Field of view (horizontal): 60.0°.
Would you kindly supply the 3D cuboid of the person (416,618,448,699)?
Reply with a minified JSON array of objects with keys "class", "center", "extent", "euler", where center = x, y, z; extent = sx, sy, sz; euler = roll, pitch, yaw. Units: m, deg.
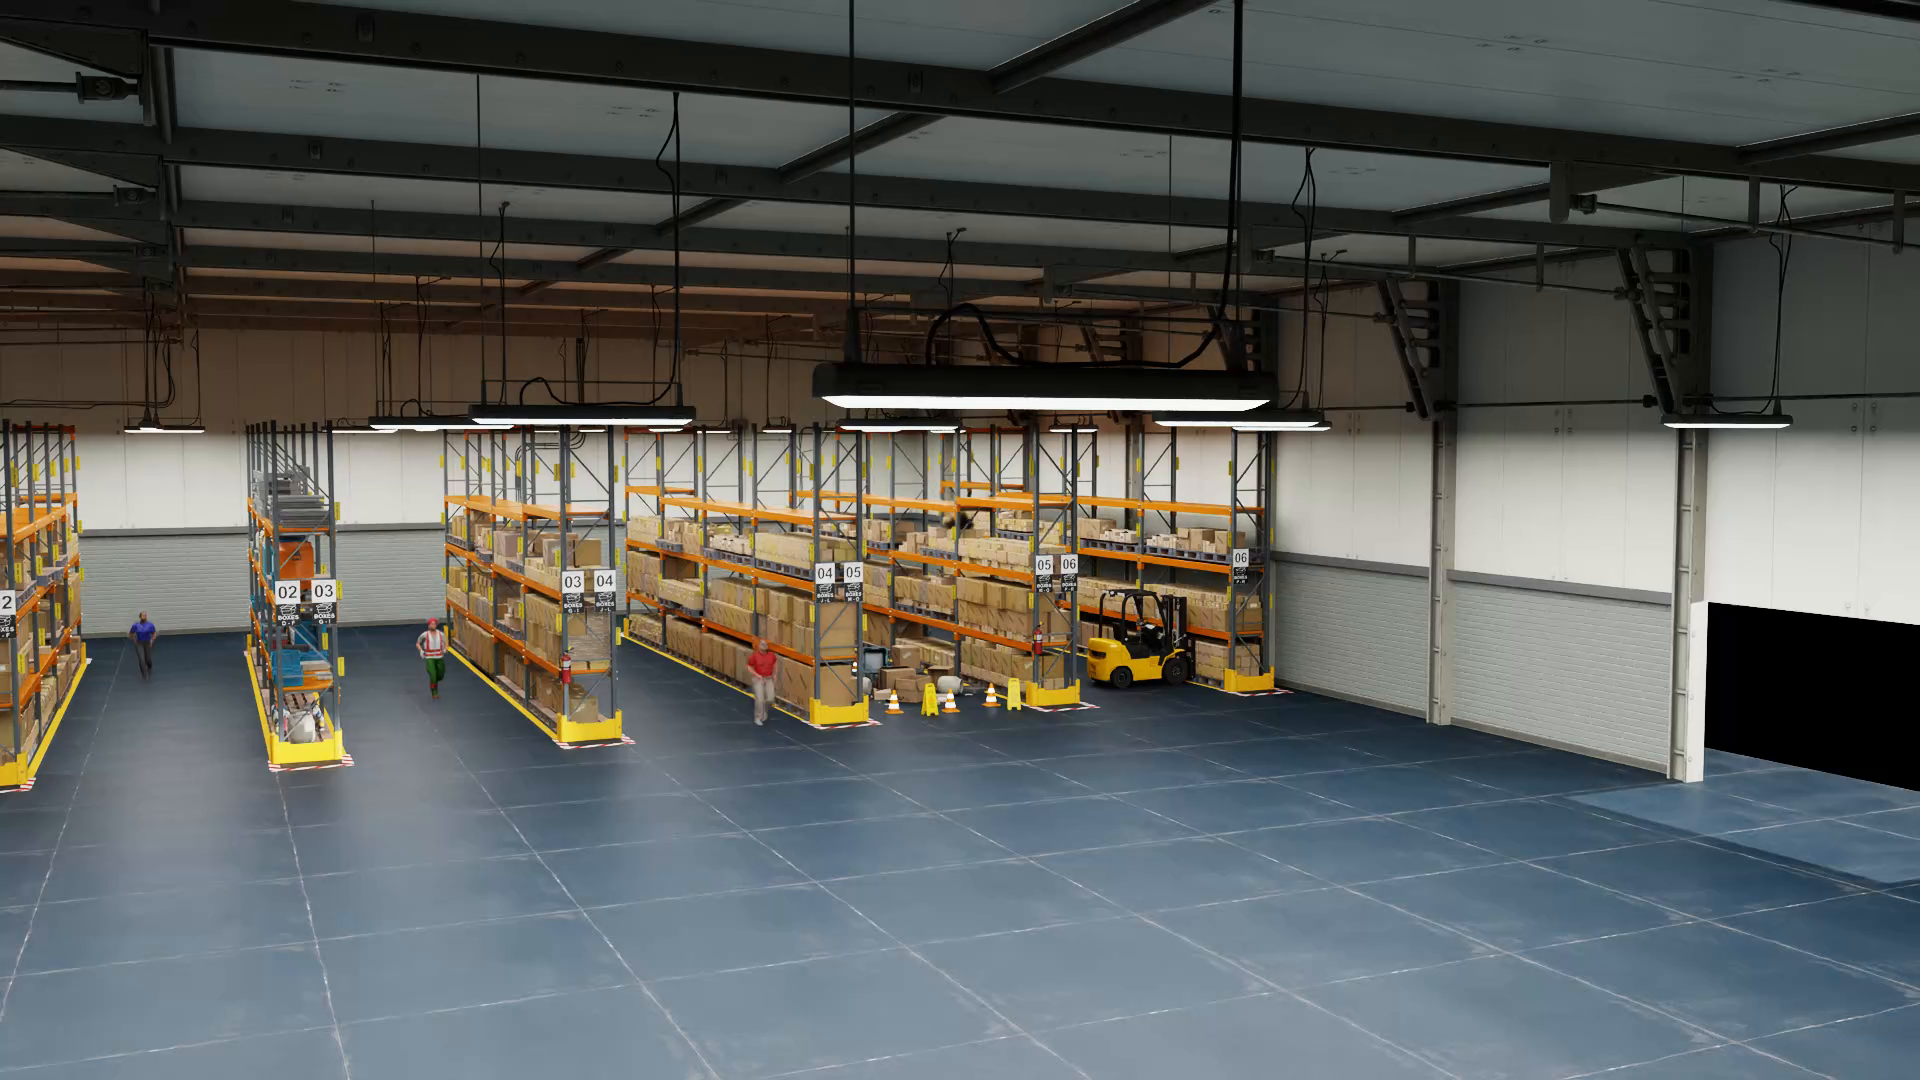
[{"class":"person","center":[-11.517,2.579,36.338],"extent":[0.663,1.748,0.780],"euler":[-2,4,-32]}]

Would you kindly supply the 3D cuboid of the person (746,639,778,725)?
[{"class":"person","center":[-3.888,2.819,33.033],"extent":[0.700,1.694,0.563],"euler":[-2,4,-28]}]

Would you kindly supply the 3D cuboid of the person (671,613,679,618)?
[{"class":"person","center":[-8.445,1.825,49.105],"extent":[0.759,1.717,0.623],"euler":[3,4,37]}]

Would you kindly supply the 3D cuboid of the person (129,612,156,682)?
[{"class":"person","center":[-19.150,2.488,38.976],"extent":[0.579,1.634,0.668],"euler":[-2,4,-29]}]
